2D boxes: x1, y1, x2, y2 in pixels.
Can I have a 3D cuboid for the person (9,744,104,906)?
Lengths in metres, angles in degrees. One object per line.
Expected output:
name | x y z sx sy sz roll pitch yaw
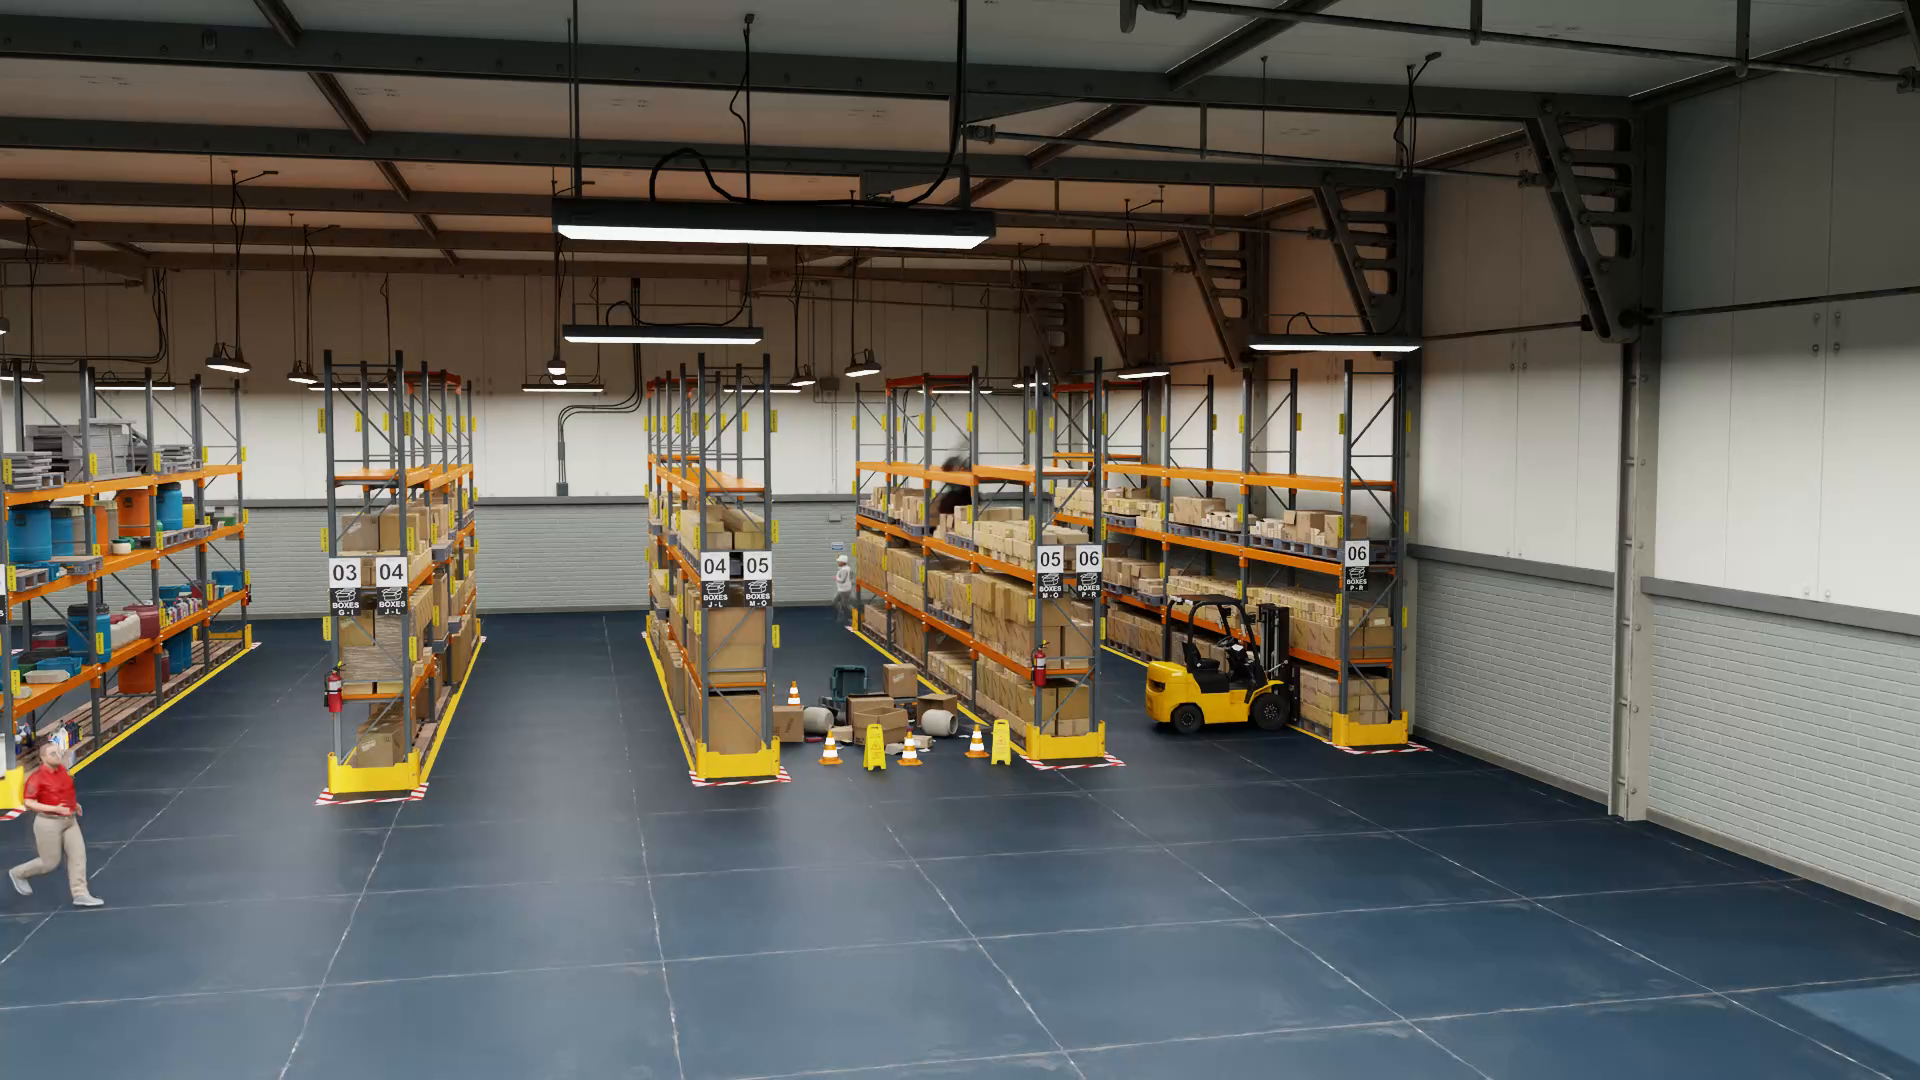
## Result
person | -9.369 2.949 17.249 0.992 1.693 0.678 1 4 13

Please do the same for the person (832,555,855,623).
person | -2.853 1.254 41.683 0.701 1.771 0.758 0 4 -5
